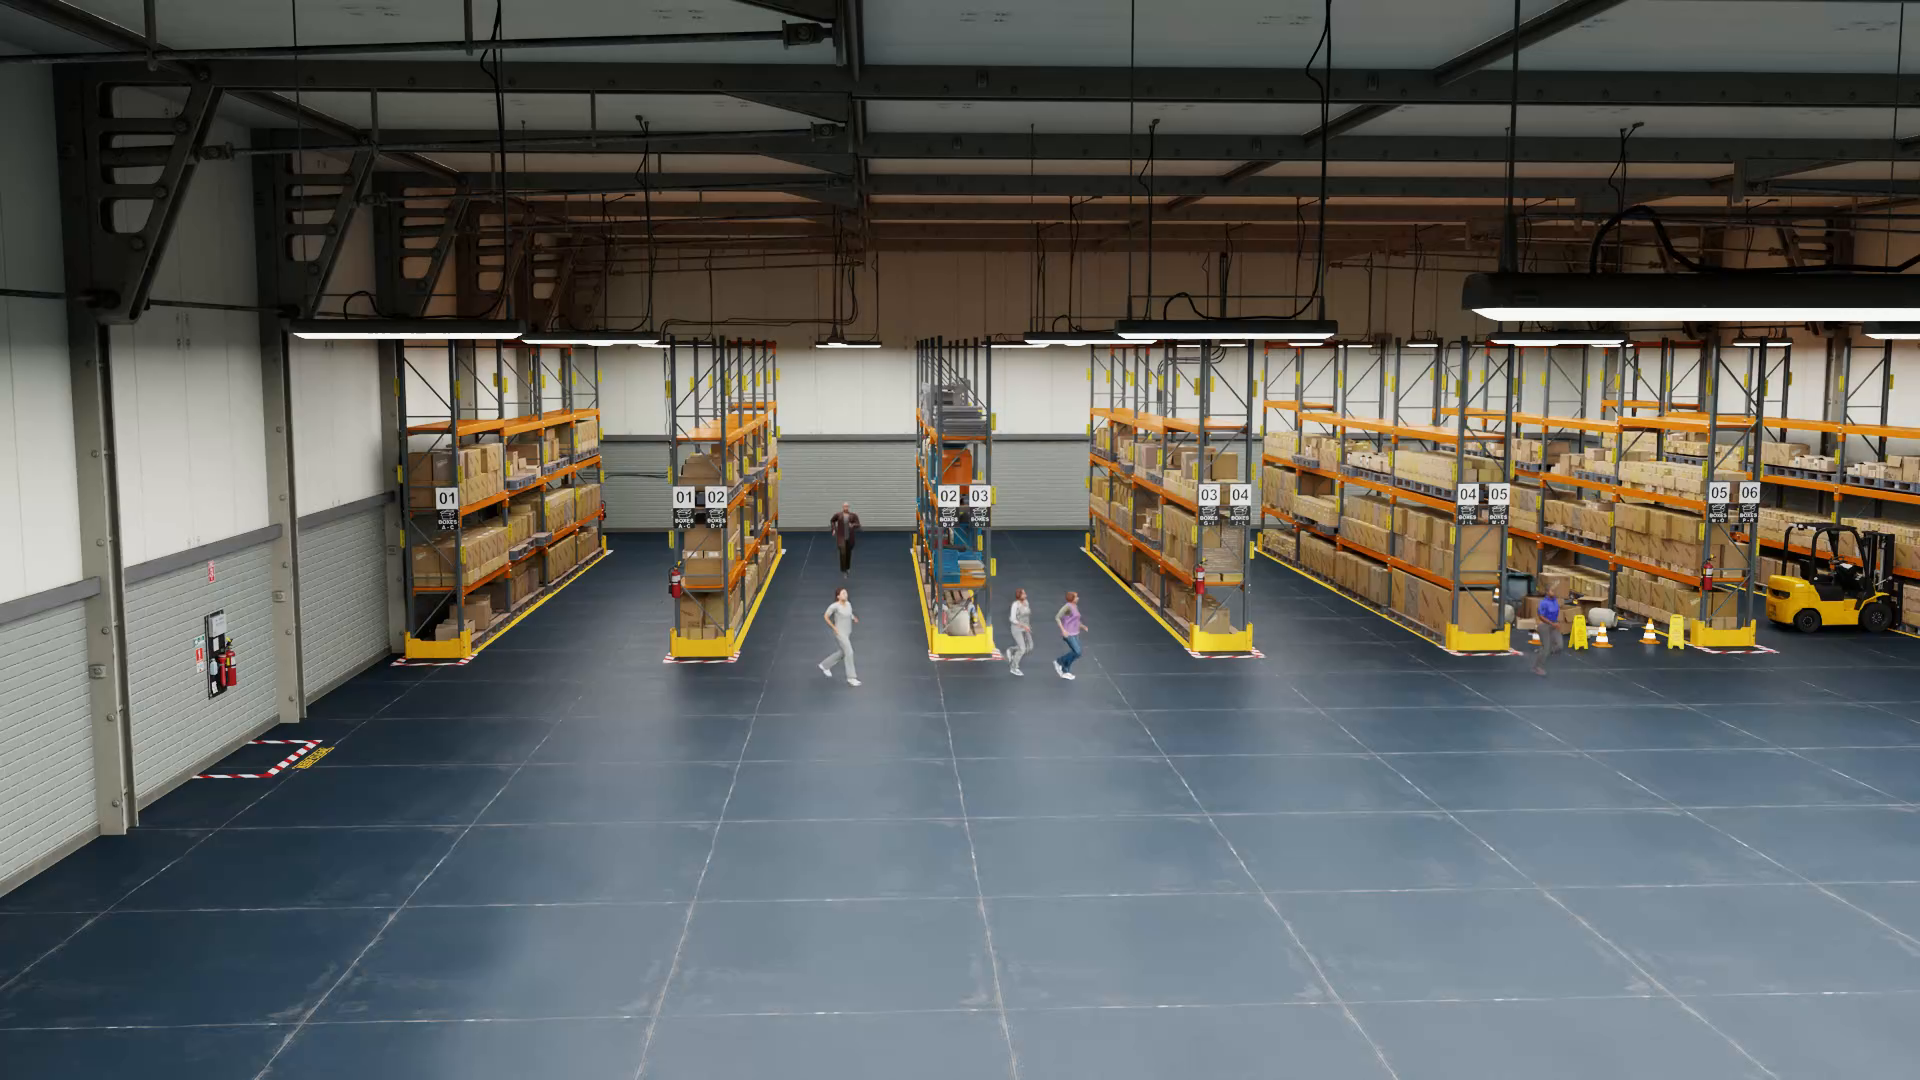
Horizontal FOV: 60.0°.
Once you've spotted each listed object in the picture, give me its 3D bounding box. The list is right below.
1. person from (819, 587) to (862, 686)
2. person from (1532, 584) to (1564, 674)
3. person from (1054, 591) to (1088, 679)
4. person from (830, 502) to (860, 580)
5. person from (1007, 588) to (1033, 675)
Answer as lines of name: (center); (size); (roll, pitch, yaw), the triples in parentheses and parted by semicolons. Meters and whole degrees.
person: (-2.055, 1.638, 28.724); (0.891, 1.681, 0.558); (4, 8, 32)
person: (10.478, 1.587, 29.485); (0.602, 1.613, 0.598); (-5, 8, -35)
person: (1.936, 1.660, 29.031); (0.562, 1.562, 0.567); (3, 7, 26)
person: (-2.779, -0.001, 40.514); (0.677, 1.855, 0.885); (-2, 7, -13)
person: (1.068, 1.616, 29.517); (0.608, 1.564, 0.562); (5, 8, 39)
